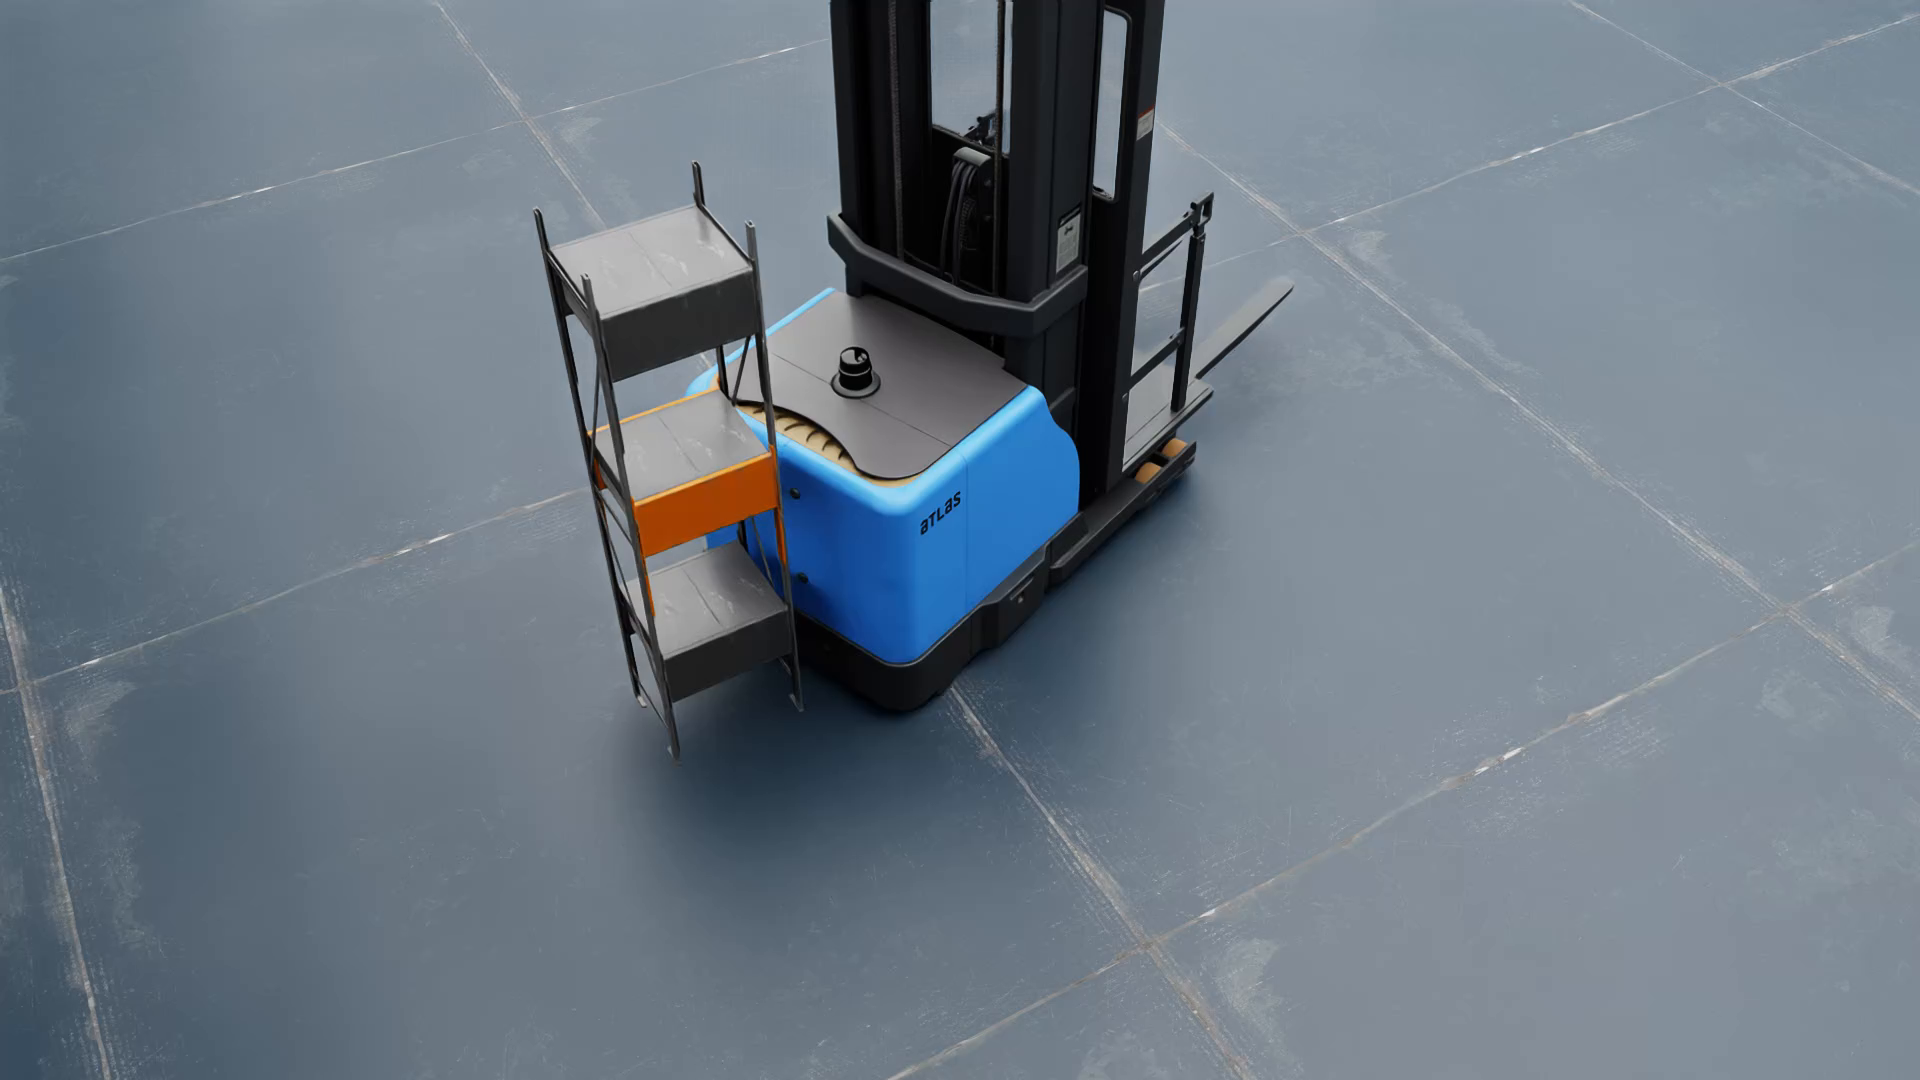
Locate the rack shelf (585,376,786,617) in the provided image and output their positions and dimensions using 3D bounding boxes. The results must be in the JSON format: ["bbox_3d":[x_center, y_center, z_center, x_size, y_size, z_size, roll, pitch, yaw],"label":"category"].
[{"bbox_3d":[-0.891,-0.144,5.410,0.480,0.518,0.431,-22,49,-22],"label":"rack shelf"}]

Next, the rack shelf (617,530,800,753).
[{"bbox_3d":[-0.891,0.357,5.898,0.480,0.518,0.431,-22,49,-22],"label":"rack shelf"}]

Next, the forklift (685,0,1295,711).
[{"bbox_3d":[0.338,-1.404,6.092,1.130,2.935,3.031,29,51,27],"label":"forklift"}]

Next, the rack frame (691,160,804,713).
[{"bbox_3d":[-0.681,-0.241,5.490,0.015,2.100,0.400,-22,49,-22],"label":"rack frame"}]

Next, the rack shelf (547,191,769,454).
[{"bbox_3d":[-0.890,-0.646,4.922,0.480,0.518,0.431,-22,49,-22],"label":"rack shelf"}]

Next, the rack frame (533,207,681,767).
[{"bbox_3d":[-1.100,-0.067,5.311,0.015,2.100,0.400,-22,49,-22],"label":"rack frame"}]

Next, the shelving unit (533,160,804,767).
[{"bbox_3d":[-0.891,-0.154,5.401,0.503,2.100,0.431,-22,49,-22],"label":"shelving unit"}]
